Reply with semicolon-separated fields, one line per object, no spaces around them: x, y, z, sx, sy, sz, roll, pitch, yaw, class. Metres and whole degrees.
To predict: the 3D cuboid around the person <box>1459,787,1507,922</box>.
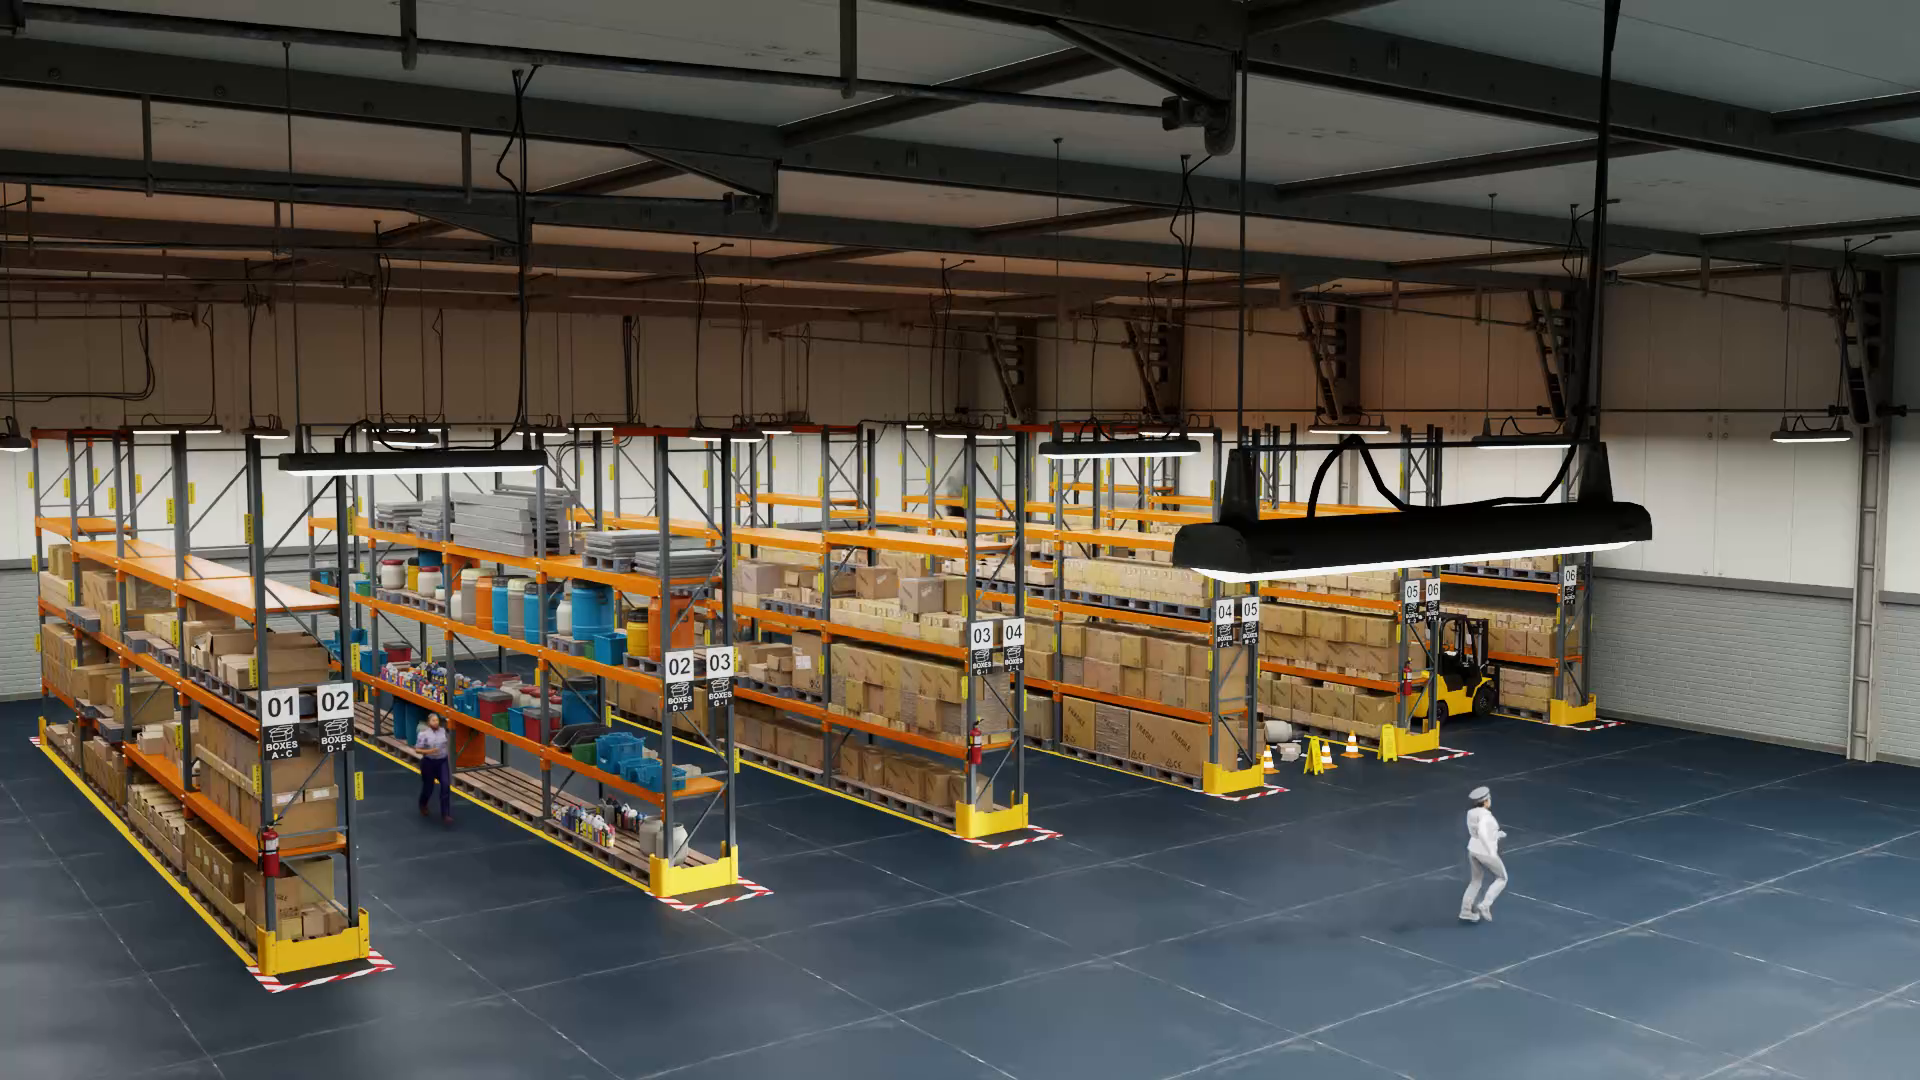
6.480;3.873;20.513;0.656;1.674;0.587;-2;5;-21;person

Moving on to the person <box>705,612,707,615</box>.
-6.213;2.342;41.031;0.772;1.620;0.702;2;5;28;person

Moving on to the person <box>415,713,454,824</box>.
-8.069;3.478;25.552;0.608;1.647;0.880;-4;6;-39;person

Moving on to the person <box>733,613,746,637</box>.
-5.563;2.258;41.521;0.485;1.653;0.574;-3;6;-36;person
